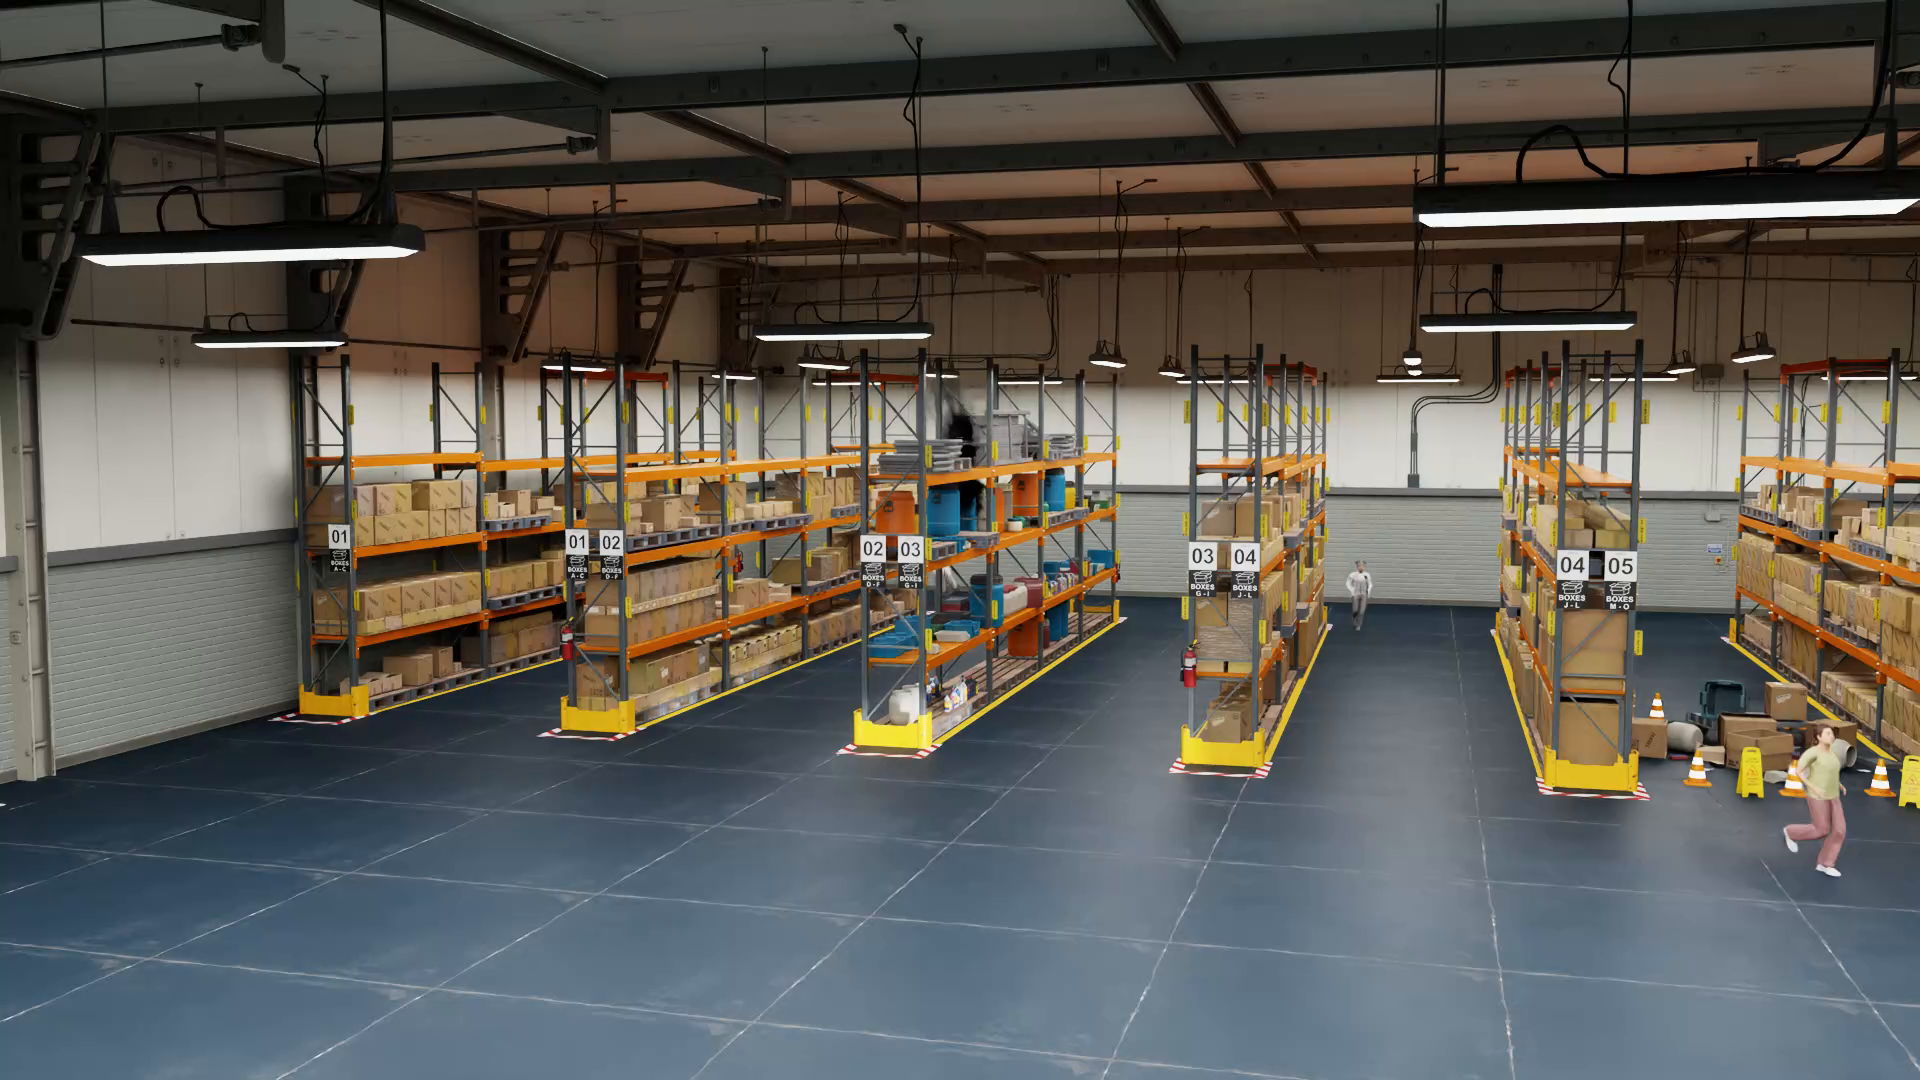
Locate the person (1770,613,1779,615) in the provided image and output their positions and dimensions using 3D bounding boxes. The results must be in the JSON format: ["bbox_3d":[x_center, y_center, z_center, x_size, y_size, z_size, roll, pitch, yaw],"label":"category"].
[{"bbox_3d":[18.462,1.308,37.347,0.741,1.762,0.975,-3,5,-34],"label":"person"}]

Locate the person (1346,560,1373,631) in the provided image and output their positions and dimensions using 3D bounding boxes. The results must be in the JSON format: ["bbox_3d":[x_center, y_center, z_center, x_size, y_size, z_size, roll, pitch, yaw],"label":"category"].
[{"bbox_3d":[9.275,1.283,38.581,0.600,1.651,0.521,0,4,5],"label":"person"}]

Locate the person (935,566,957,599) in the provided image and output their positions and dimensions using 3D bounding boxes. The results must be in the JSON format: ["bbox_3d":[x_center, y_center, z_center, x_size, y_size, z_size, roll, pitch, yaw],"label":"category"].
[{"bbox_3d":[-0.390,0.894,43.119,0.681,1.736,0.604,-4,6,-44],"label":"person"}]

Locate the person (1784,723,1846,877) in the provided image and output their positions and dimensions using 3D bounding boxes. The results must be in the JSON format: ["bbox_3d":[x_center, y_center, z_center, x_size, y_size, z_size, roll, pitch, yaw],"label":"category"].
[{"bbox_3d":[9.463,2.826,18.312,0.595,1.639,0.725,-2,5,-21],"label":"person"}]
